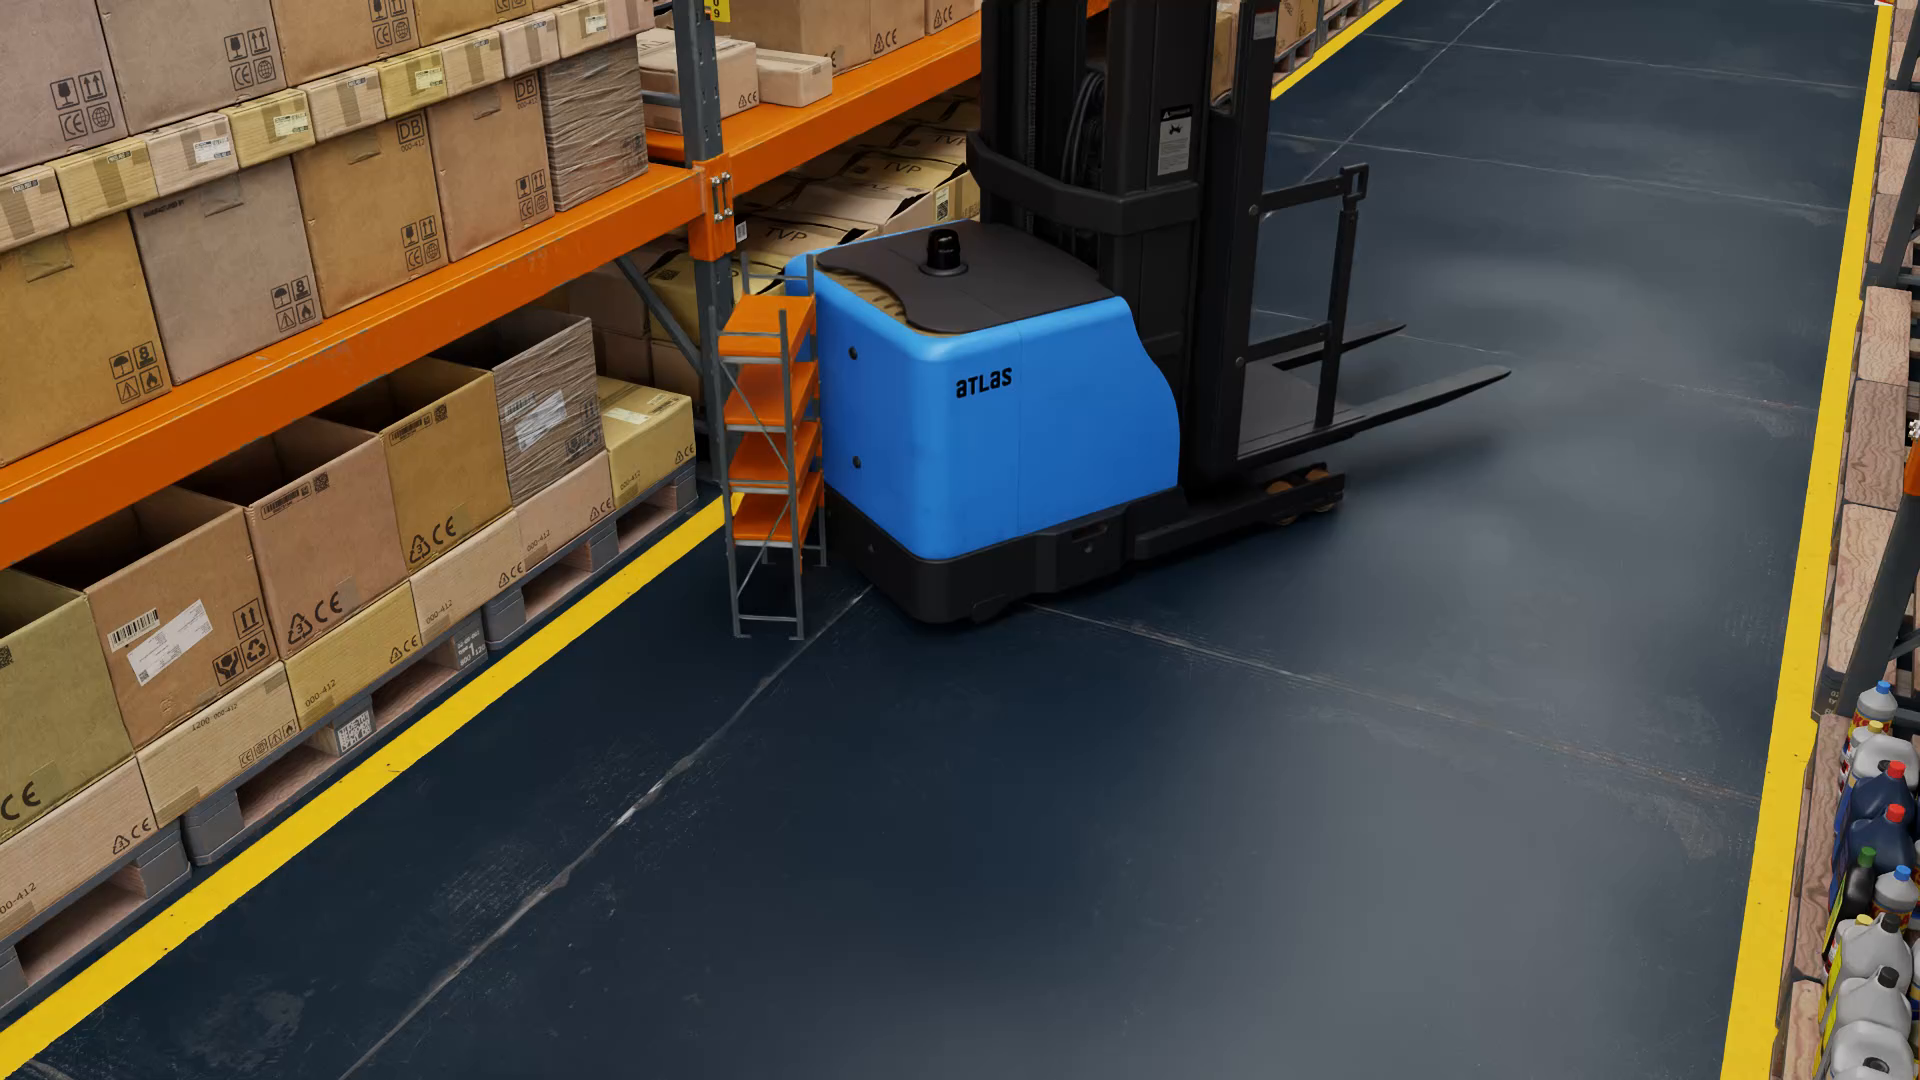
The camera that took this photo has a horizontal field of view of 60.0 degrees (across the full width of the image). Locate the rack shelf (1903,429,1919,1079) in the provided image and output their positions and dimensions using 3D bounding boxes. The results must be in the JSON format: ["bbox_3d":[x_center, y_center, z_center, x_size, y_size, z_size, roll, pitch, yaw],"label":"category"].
[{"bbox_3d":[2.167,0.678,2.780,1.077,0.370,4.000,14,33,23],"label":"rack shelf"}]

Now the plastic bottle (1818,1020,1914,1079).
[{"bbox_3d":[1.905,1.162,3.507,0.152,0.276,0.135,13,32,22],"label":"plastic bottle"}]

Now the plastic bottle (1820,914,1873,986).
[{"bbox_3d":[2.105,0.970,3.918,0.097,0.201,0.097,0,30,0],"label":"plastic bottle"}]

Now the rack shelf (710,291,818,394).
[{"bbox_3d":[-0.628,-0.646,5.381,0.258,0.148,0.480,3,30,4],"label":"rack shelf"}]

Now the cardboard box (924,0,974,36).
[{"bbox_3d":[-0.257,-2.715,7.865,0.500,0.500,0.500,12,32,21],"label":"cardboard box"}]

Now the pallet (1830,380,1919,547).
[{"bbox_3d":[3.956,-0.211,6.406,1.003,0.211,1.213,14,33,23],"label":"pallet"}]

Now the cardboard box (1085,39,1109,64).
[{"bbox_3d":[0.954,-2.663,9.944,0.500,0.500,0.500,16,33,25],"label":"cardboard box"}]

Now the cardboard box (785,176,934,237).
[{"bbox_3d":[-0.452,-1.456,7.550,0.500,0.311,0.500,13,32,22],"label":"cardboard box"}]

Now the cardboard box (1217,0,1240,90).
[{"bbox_3d":[1.654,-3.350,11.140,0.500,0.500,0.500,13,32,22],"label":"cardboard box"}]

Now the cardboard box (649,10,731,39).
[{"bbox_3d":[-1.092,-2.019,6.889,0.396,0.266,0.258,13,33,22],"label":"cardboard box"}]

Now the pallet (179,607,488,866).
[{"bbox_3d":[-2.284,0.449,5.256,1.003,0.211,1.213,14,33,23],"label":"pallet"}]

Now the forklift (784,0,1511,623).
[{"bbox_3d":[0.886,-1.531,5.974,3.031,2.935,1.130,-18,34,-28],"label":"forklift"}]

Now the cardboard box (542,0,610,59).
[{"bbox_3d":[-1.377,-1.692,5.433,0.380,0.149,0.250,14,33,22],"label":"cardboard box"}]

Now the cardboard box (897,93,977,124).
[{"bbox_3d":[-0.239,-2.252,8.936,0.500,0.311,0.500,13,33,22],"label":"cardboard box"}]

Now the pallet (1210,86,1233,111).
[{"bbox_3d":[1.423,-3.071,11.386,1.003,0.211,1.213,14,33,23],"label":"pallet"}]

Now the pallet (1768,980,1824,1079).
[{"bbox_3d":[2.181,1.520,3.392,1.003,0.211,1.213,14,33,23],"label":"pallet"}]

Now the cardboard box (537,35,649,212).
[{"bbox_3d":[-1.526,-1.491,5.734,0.700,0.500,0.500,13,32,22],"label":"cardboard box"}]

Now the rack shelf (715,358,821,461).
[{"bbox_3d":[-0.628,-0.441,5.499,0.258,0.148,0.480,3,30,4],"label":"rack shelf"}]

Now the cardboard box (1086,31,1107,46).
[{"bbox_3d":[0.710,-2.994,10.520,0.500,0.500,0.500,16,33,25],"label":"cardboard box"}]

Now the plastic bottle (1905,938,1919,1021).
[{"bbox_3d":[2.205,1.028,3.741,0.152,0.276,0.135,14,33,23],"label":"plastic bottle"}]

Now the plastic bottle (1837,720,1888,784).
[{"bbox_3d":[2.497,0.589,4.581,0.097,0.201,0.097,0,30,0],"label":"plastic bottle"}]

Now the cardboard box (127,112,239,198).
[{"bbox_3d":[-2.080,-1.004,4.234,0.380,0.149,0.250,15,33,24],"label":"cardboard box"}]

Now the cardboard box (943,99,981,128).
[{"bbox_3d":[0.242,-2.132,8.727,0.500,0.311,0.500,14,33,23],"label":"cardboard box"}]

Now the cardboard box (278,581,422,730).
[{"bbox_3d":[-2.025,0.286,5.080,0.500,0.250,0.500,14,33,23],"label":"cardboard box"}]

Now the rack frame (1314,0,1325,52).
[{"bbox_3d":[2.315,-5.193,12.280,1.000,3.000,0.127,14,33,23],"label":"rack frame"}]

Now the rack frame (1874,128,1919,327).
[{"bbox_3d":[4.901,-2.294,7.232,1.000,3.000,0.127,14,33,23],"label":"rack frame"}]

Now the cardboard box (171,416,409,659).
[{"bbox_3d":[-2.024,-0.039,4.893,0.500,0.500,0.500,14,33,23],"label":"cardboard box"}]

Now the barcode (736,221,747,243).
[{"bbox_3d":[-0.843,-1.188,6.411,0.001,0.075,0.075,14,33,23],"label":"barcode"}]

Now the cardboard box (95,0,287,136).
[{"bbox_3d":[-2.212,-1.386,4.249,0.700,0.500,0.500,14,33,23],"label":"cardboard box"}]

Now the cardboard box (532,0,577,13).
[{"bbox_3d":[-1.526,-2.054,5.411,0.700,0.500,0.500,14,33,24],"label":"cardboard box"}]

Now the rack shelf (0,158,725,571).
[{"bbox_3d":[-2.241,-0.447,4.739,1.077,0.370,4.000,14,33,23],"label":"rack shelf"}]

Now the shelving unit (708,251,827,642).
[{"bbox_3d":[-0.628,-0.305,5.577,0.258,1.200,0.503,3,30,4],"label":"shelving unit"}]

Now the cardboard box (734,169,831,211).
[{"bbox_3d":[-0.939,-1.576,7.759,0.500,0.311,0.500,14,33,23],"label":"cardboard box"}]

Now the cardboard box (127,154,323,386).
[{"bbox_3d":[-2.225,-0.807,4.543,0.700,0.500,0.500,15,33,25],"label":"cardboard box"}]

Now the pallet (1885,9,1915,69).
[{"bbox_3d":[7.578,-3.736,12.543,1.003,0.211,1.213,14,33,23],"label":"pallet"}]

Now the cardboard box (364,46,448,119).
[{"bbox_3d":[-1.728,-1.351,4.838,0.380,0.149,0.250,14,33,23],"label":"cardboard box"}]

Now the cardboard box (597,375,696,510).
[{"bbox_3d":[-1.346,-0.381,6.240,0.500,0.250,0.500,14,33,23],"label":"cardboard box"}]

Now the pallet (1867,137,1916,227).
[{"bbox_3d":[5.779,-1.982,9.490,1.003,0.211,1.213,14,33,23],"label":"pallet"}]

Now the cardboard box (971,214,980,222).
[{"bbox_3d":[-0.225,-1.440,8.085,0.500,0.250,0.500,15,33,24],"label":"cardboard box"}]

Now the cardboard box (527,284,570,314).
[{"bbox_3d":[-1.819,-0.826,6.263,0.500,0.500,0.500,14,33,23],"label":"cardboard box"}]

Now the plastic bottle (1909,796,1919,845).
[{"bbox_3d":[2.470,0.734,4.179,0.144,0.351,0.185,14,33,23],"label":"plastic bottle"}]

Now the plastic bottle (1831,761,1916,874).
[{"bbox_3d":[2.341,0.701,4.235,0.144,0.351,0.185,15,33,25],"label":"plastic bottle"}]

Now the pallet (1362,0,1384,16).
[{"bbox_3d":[3.183,-4.830,14.450,1.003,0.211,1.213,14,33,23],"label":"pallet"}]
